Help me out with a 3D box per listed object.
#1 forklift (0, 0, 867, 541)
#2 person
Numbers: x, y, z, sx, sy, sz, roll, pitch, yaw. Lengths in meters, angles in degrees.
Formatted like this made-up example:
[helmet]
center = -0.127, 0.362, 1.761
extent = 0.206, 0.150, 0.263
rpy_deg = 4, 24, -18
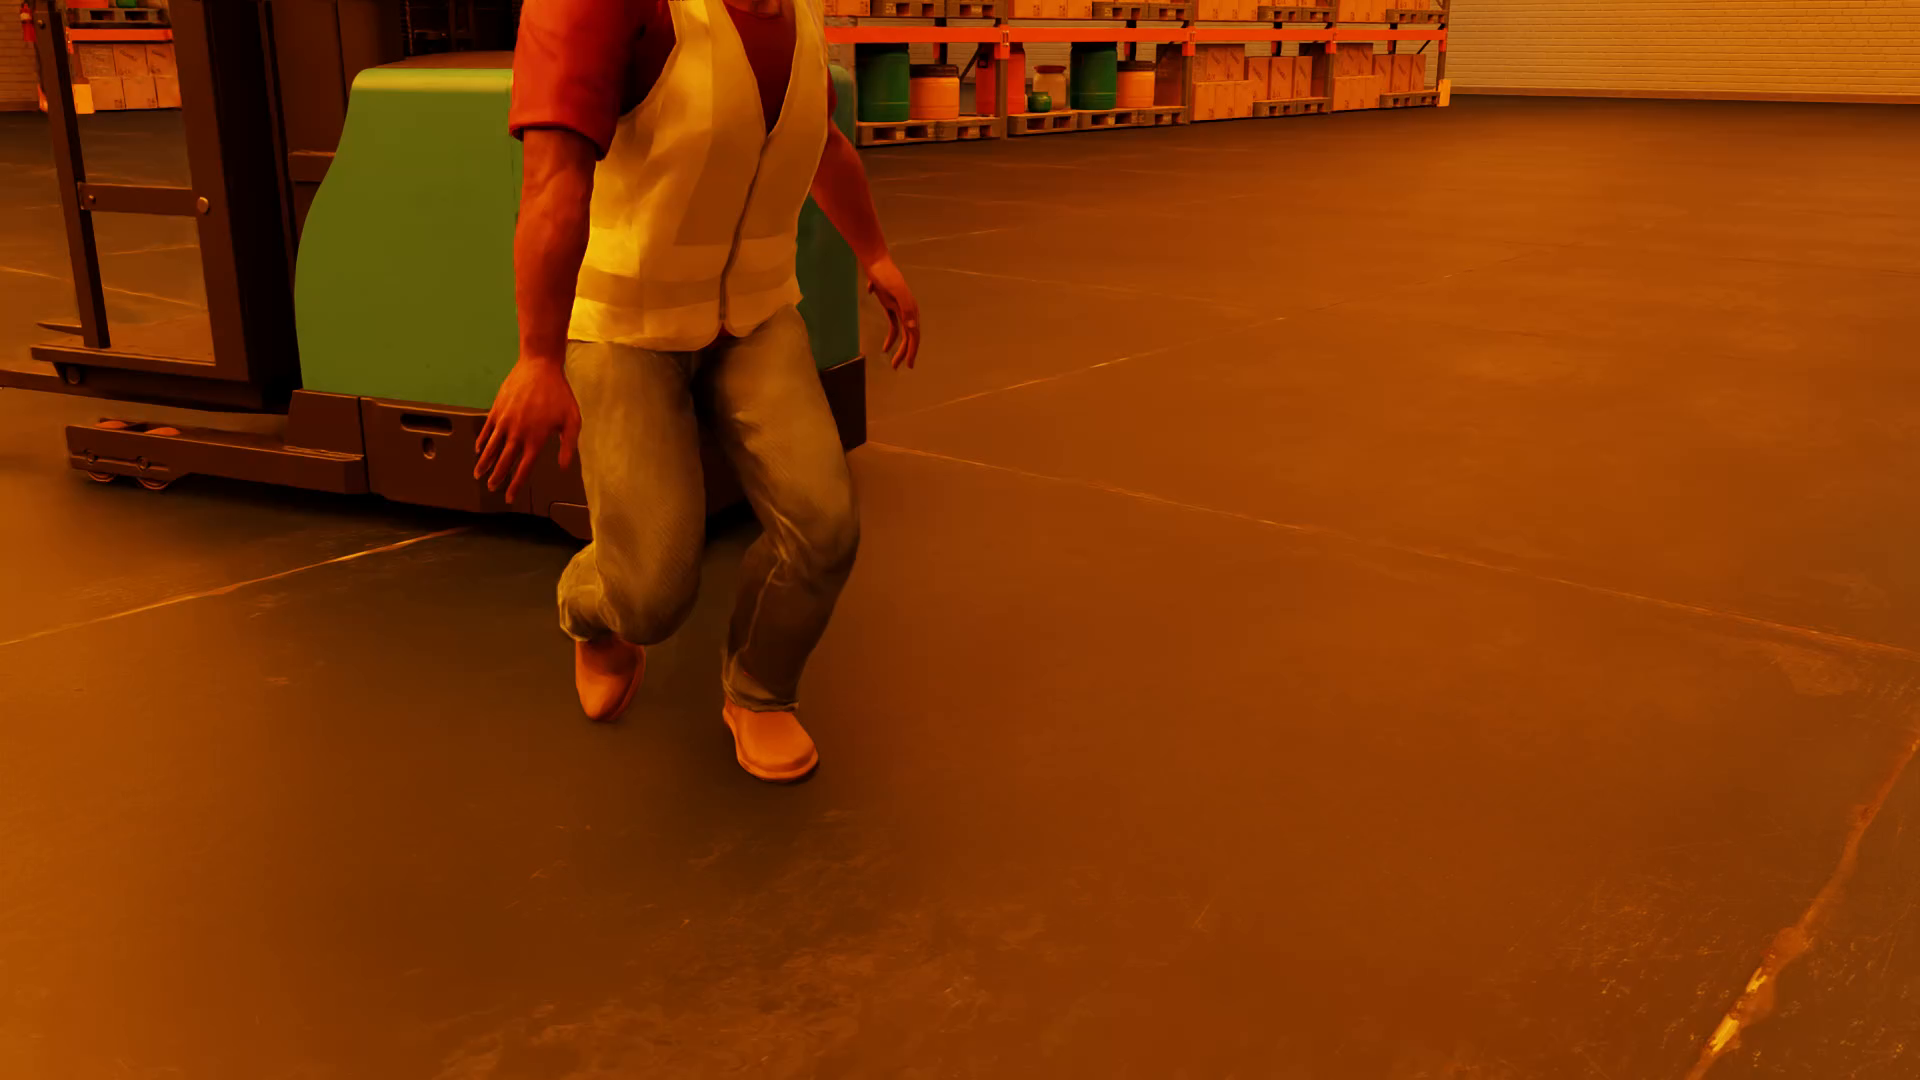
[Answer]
[forklift]
center = -1.821, -1.663, 4.375
extent = 3.031, 2.935, 1.130
rpy_deg = 7, 18, 23
[person]
center = -0.431, -0.386, 2.576
extent = 0.872, 1.555, 0.644
rpy_deg = -14, 22, -39
